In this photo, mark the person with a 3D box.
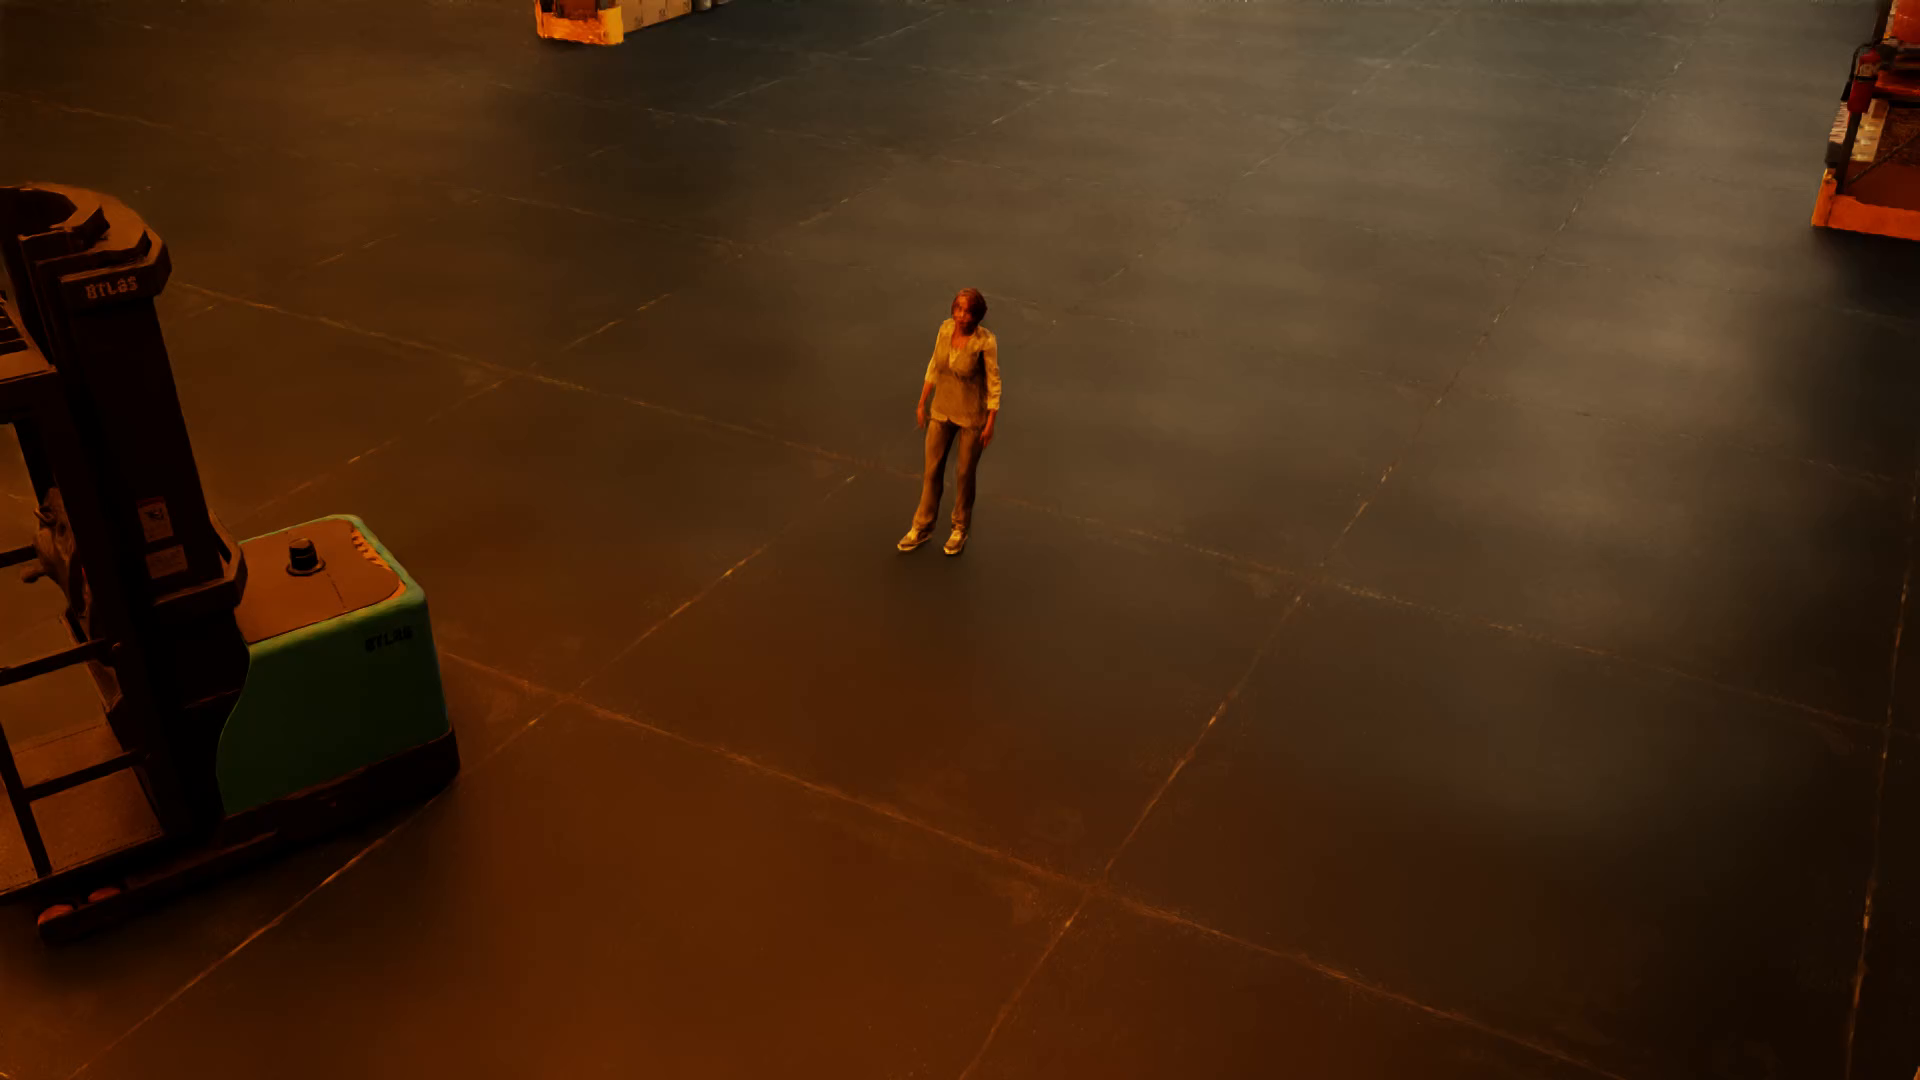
[{"bbox_3d":[-0.048,-0.669,9.550,0.521,1.597,0.474,15,33,25],"label":"person"}]

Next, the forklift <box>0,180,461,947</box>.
[{"bbox_3d":[-3.880,0.140,6.827,3.031,2.935,1.130,-20,36,-31],"label":"forklift"}]
